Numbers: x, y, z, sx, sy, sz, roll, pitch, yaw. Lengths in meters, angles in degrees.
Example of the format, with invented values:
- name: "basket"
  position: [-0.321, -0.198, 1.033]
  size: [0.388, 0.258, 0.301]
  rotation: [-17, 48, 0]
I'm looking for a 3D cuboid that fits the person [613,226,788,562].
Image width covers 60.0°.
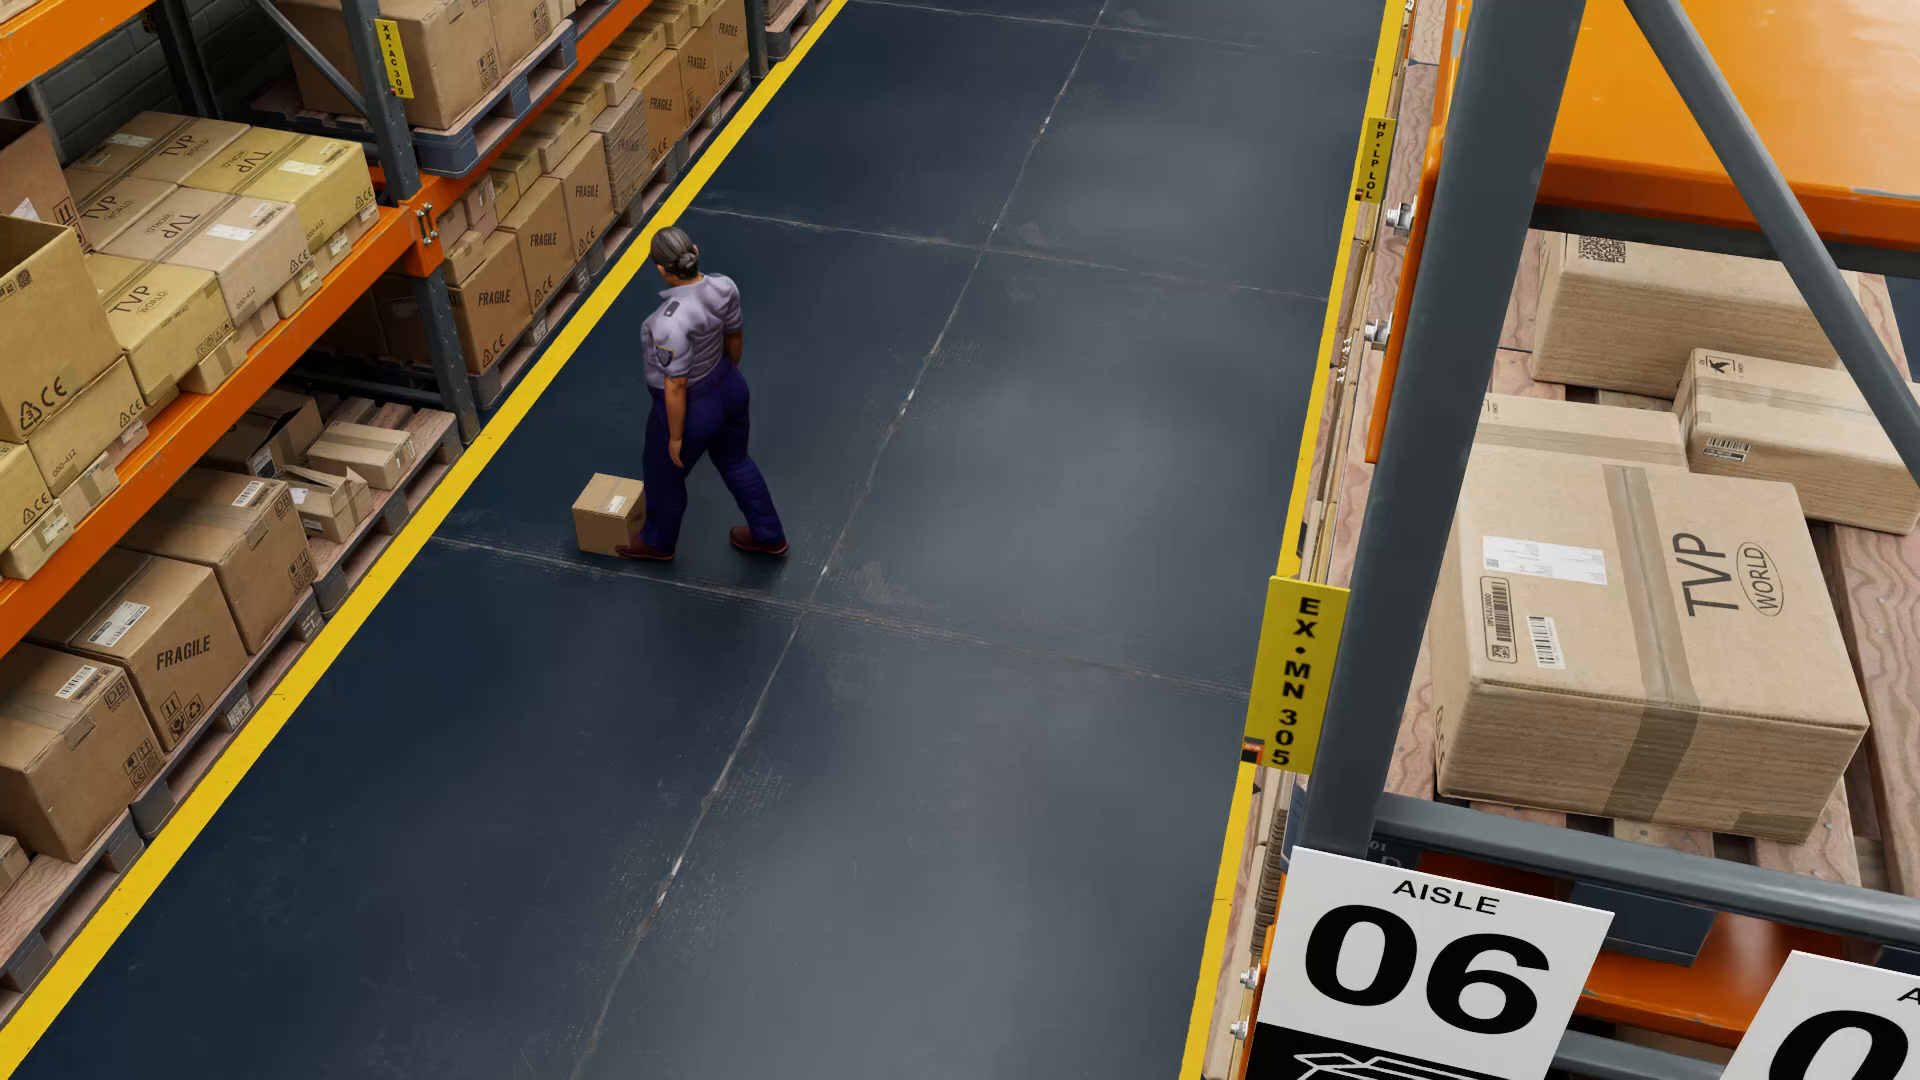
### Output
- name: "person"
  position: [-1.130, -0.576, 6.817]
  size: [0.730, 1.615, 0.513]
  rotation: [19, 45, 20]
